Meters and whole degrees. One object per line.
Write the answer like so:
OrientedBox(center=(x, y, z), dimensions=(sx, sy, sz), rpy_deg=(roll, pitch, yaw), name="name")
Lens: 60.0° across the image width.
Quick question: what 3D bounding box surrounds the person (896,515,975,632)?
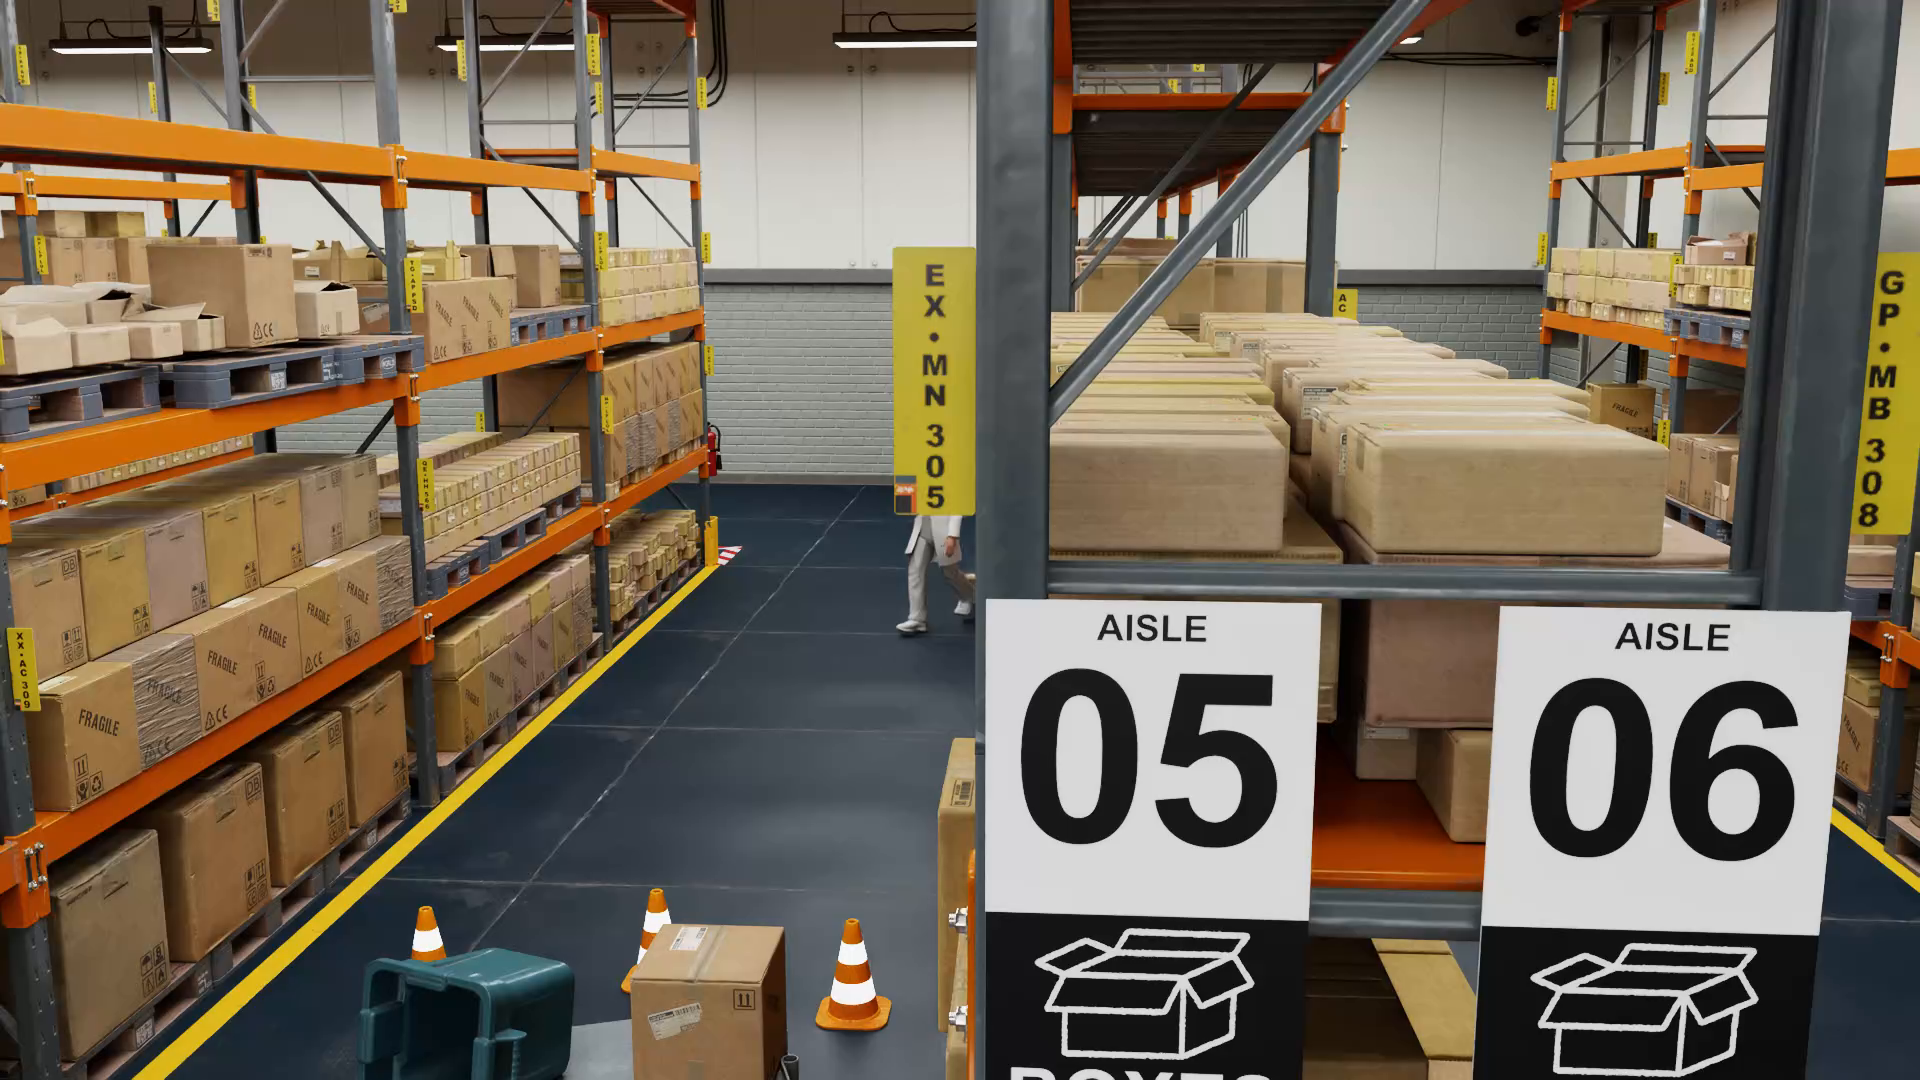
OrientedBox(center=(-0.195, -0.056, 15.284), dimensions=(0.618, 1.742, 1.095), rpy_deg=(7, 12, 32), name="person")
